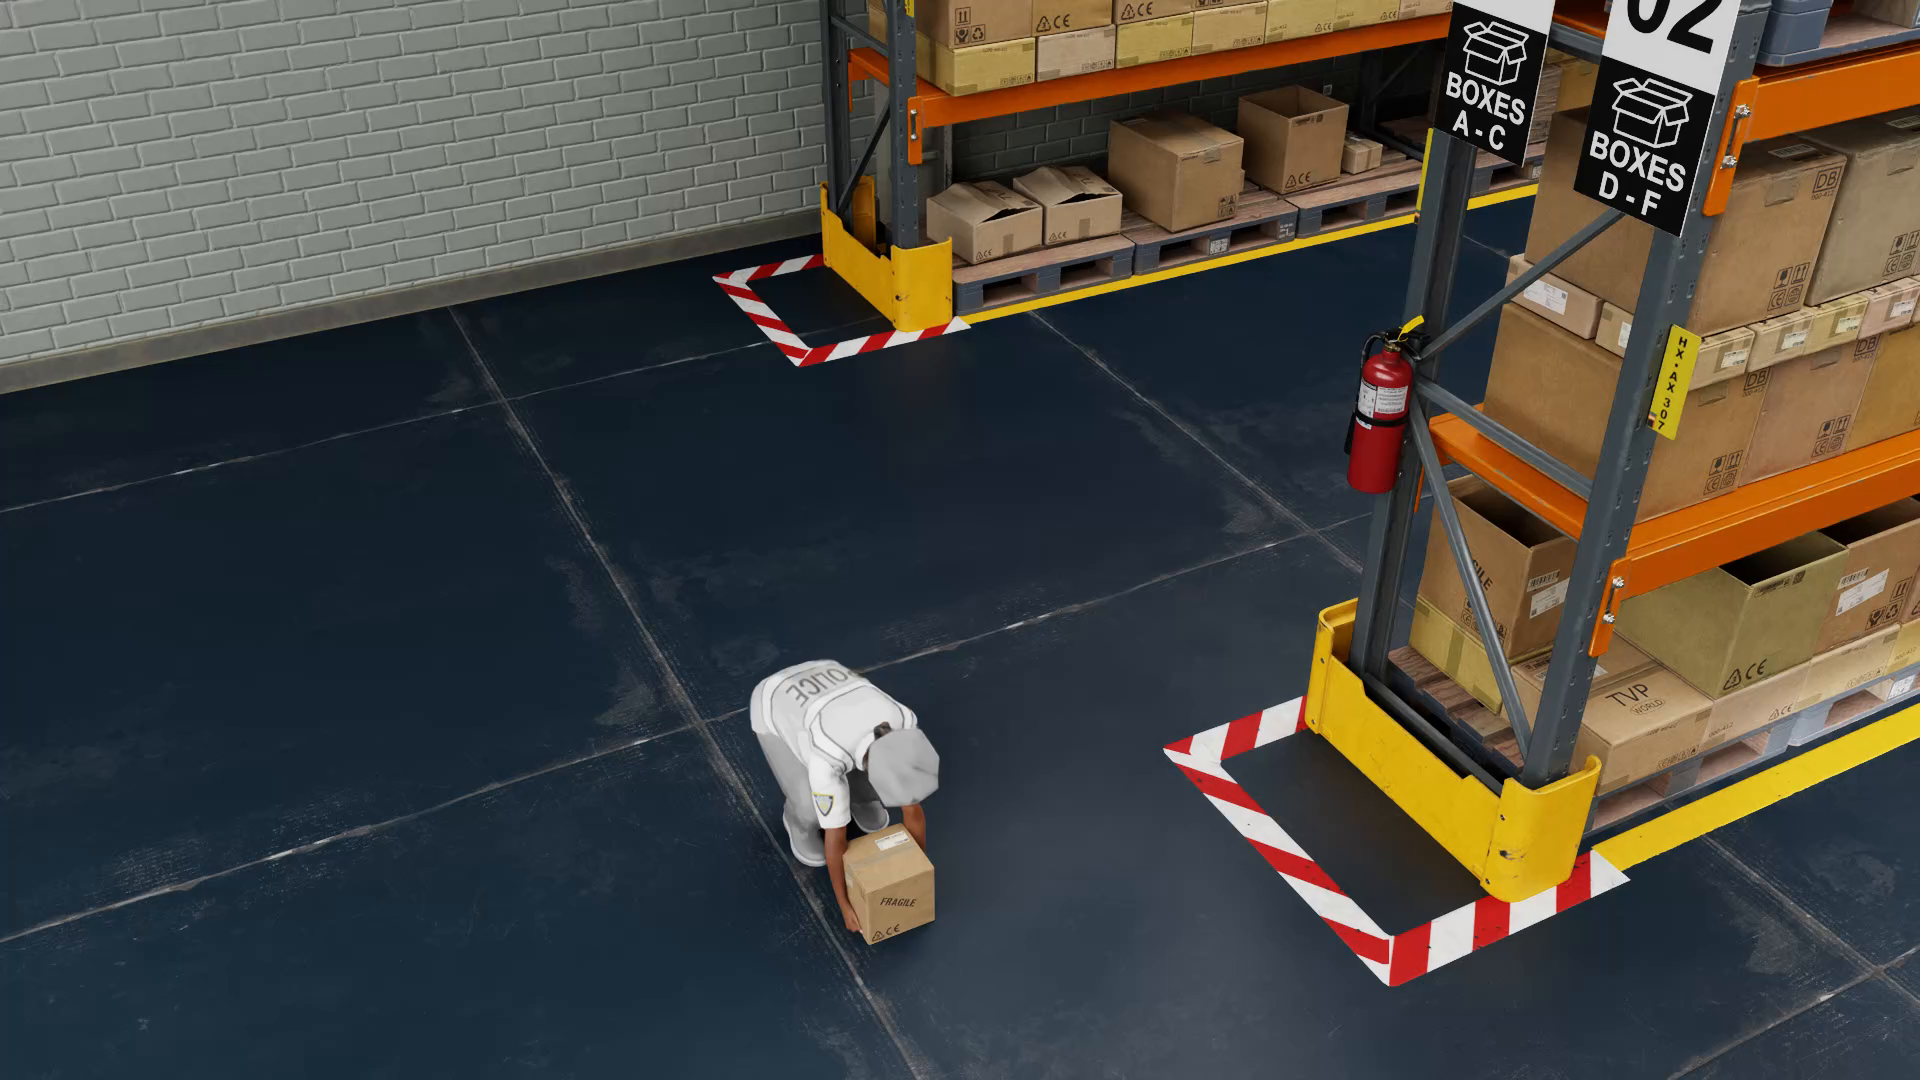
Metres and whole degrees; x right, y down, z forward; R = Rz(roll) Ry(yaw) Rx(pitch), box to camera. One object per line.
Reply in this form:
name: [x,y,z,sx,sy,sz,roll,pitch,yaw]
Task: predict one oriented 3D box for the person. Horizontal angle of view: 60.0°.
person: [-0.389,0.809,5.752,0.454,0.791,0.915,-17,37,-24]
